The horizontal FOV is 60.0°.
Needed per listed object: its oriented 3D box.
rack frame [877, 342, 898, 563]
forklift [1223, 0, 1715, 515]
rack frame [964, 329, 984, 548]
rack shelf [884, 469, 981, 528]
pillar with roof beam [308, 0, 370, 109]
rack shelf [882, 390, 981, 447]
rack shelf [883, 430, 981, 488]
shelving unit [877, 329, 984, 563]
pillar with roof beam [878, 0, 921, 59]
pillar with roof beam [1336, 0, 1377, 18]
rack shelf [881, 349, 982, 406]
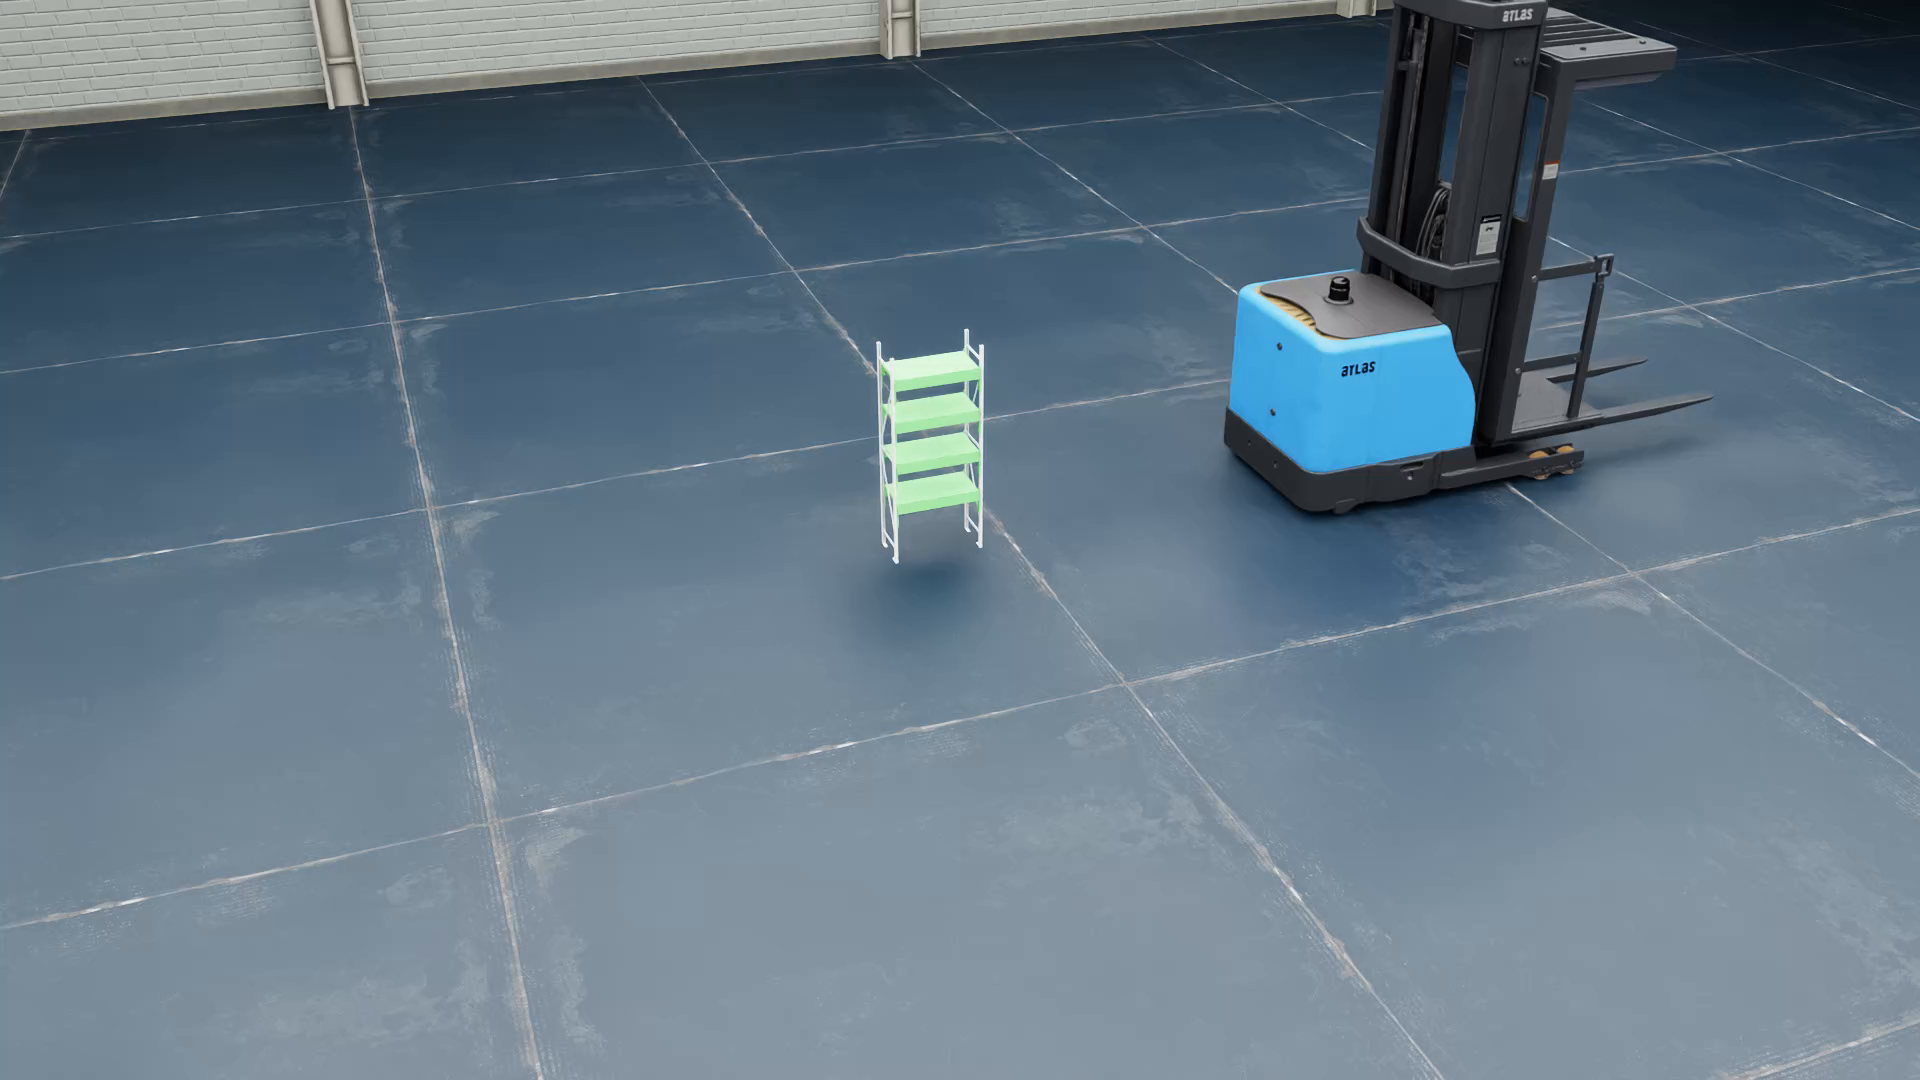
[{"bbox_3d":[-0.384,-0.451,8.829,0.015,1.200,0.240,-10,31,-18],"label":"rack frame"},{"bbox_3d":[3.180,-1.865,9.562,3.031,2.935,1.130,-11,31,-18],"label":"forklift"},{"bbox_3d":[0.074,-0.535,8.977,0.015,1.200,0.240,-10,31,-18],"label":"rack frame"},{"bbox_3d":[-0.155,-0.229,9.053,0.480,0.148,0.258,-10,31,-18],"label":"rack shelf"},{"bbox_3d":[-4.805,-6.413,11.416,0.400,9.000,9.100,-10,31,-18],"label":"pillar with roof beam"},{"bbox_3d":[-0.155,-0.646,8.816,0.480,0.148,0.258,-10,31,-18],"label":"rack shelf"},{"bbox_3d":[-0.155,-0.437,8.934,0.480,0.148,0.258,-10,31,-18],"label":"rack shelf"},{"bbox_3d":[-0.155,-0.493,8.903,0.503,1.200,0.258,-10,31,-18],"label":"shelving unit"},{"bbox_3d":[0.819,-7.449,13.234,0.400,9.000,9.100,-10,31,-18],"label":"pillar with roof beam"},{"bbox_3d":[6.442,-8.485,15.052,0.400,9.000,9.100,-10,31,-18],"label":"pillar with roof beam"},{"bbox_3d":[-0.155,-0.854,8.697,0.480,0.148,0.258,-10,31,-18],"label":"rack shelf"}]
